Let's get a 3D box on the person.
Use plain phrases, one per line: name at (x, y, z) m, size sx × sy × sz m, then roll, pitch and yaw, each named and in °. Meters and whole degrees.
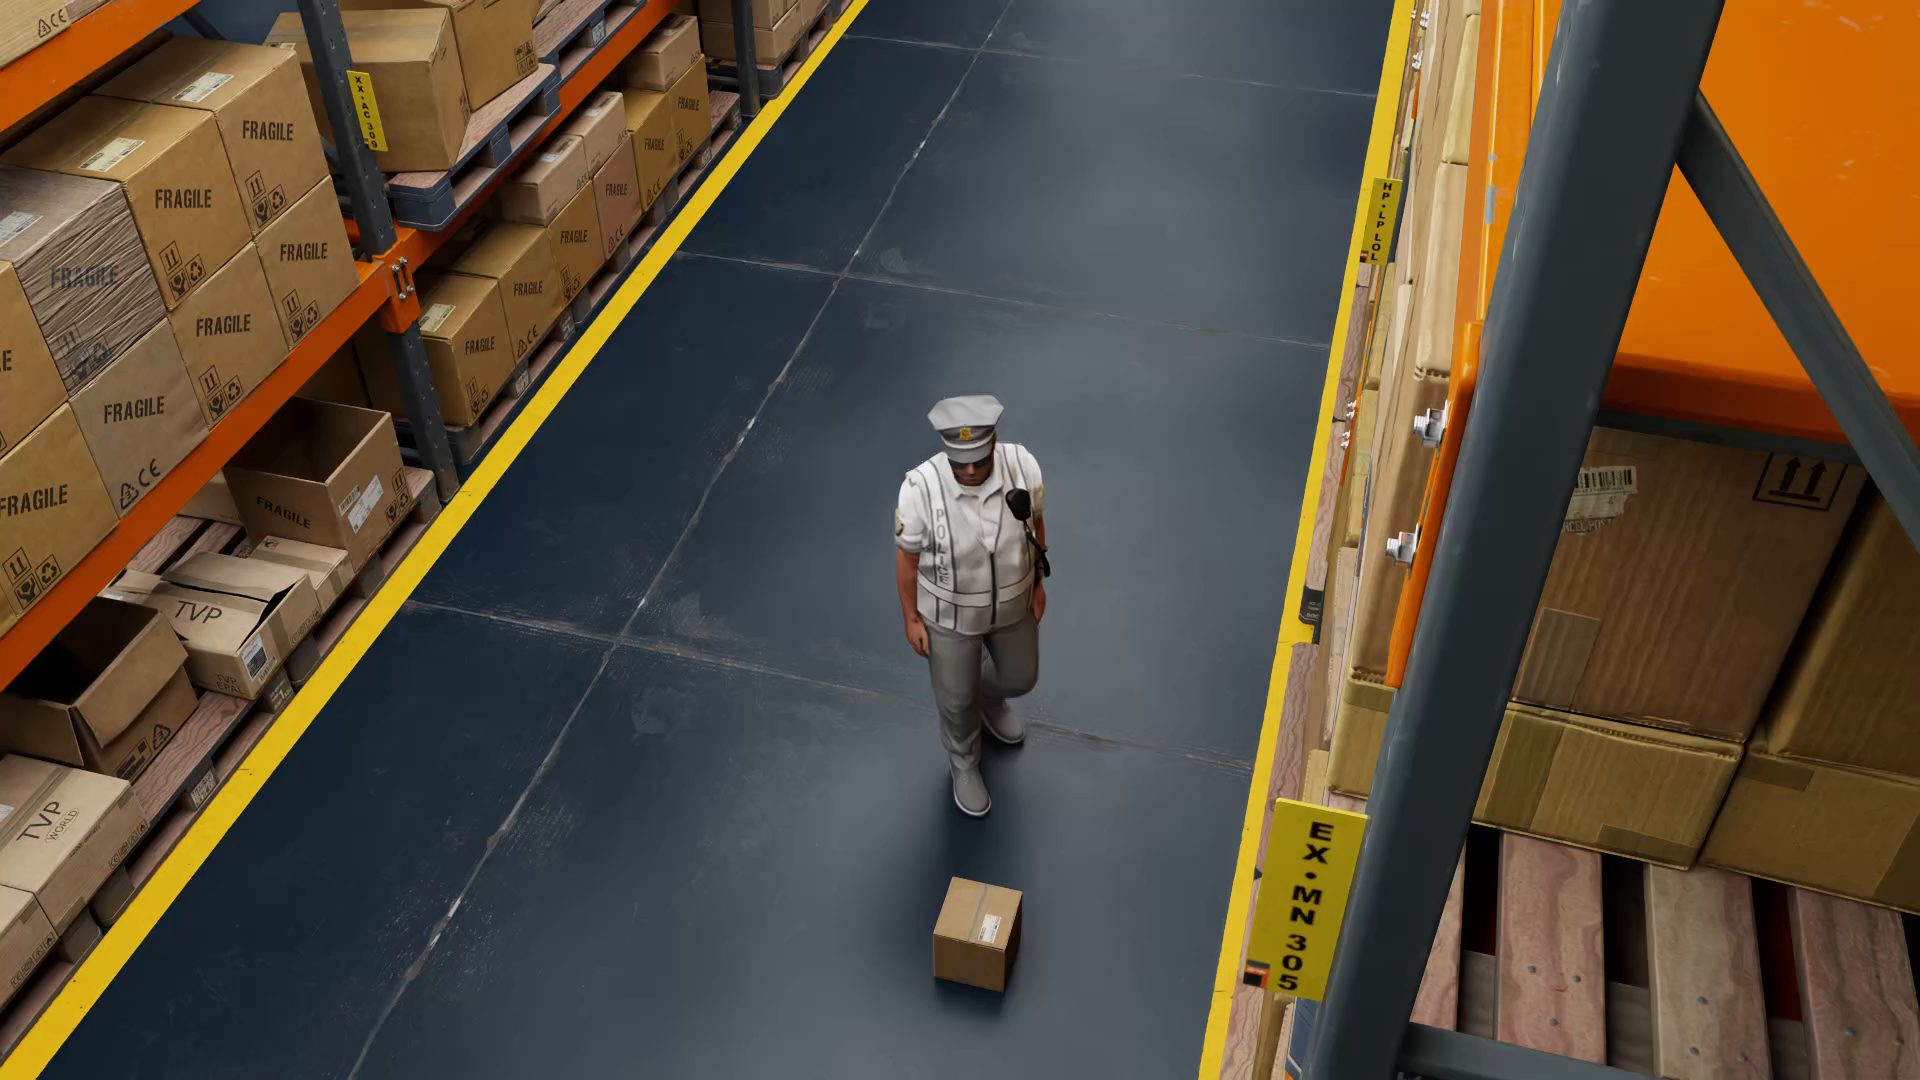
person at (0.041, 0.198, 5.919) m, size 0.549 × 1.748 × 0.584 m, roll -14°, pitch 43°, yaw -16°
